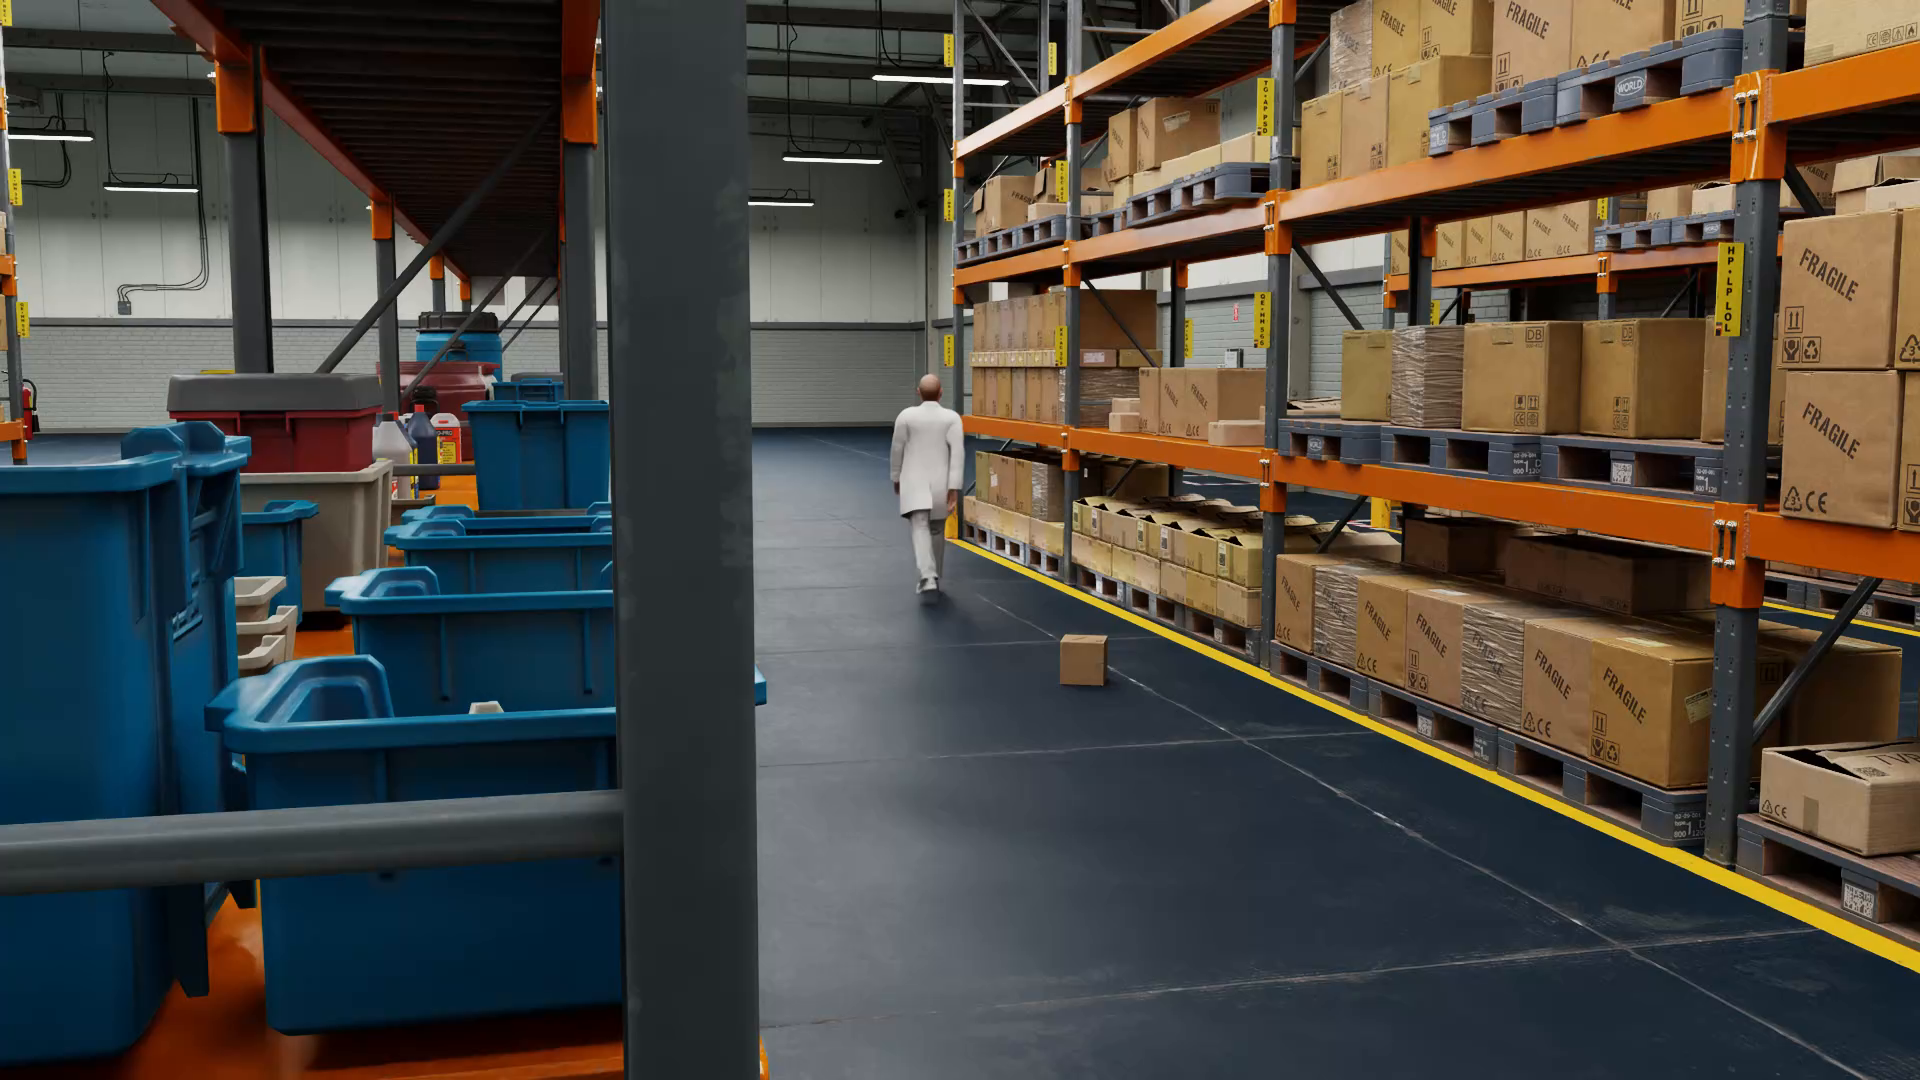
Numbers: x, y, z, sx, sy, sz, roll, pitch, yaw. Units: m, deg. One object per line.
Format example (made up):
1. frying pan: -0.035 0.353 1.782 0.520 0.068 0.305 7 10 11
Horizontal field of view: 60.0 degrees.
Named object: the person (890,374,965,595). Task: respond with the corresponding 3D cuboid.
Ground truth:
1. person: -0.265 -0.437 13.068 0.557 1.727 1.125 -1 6 -10
